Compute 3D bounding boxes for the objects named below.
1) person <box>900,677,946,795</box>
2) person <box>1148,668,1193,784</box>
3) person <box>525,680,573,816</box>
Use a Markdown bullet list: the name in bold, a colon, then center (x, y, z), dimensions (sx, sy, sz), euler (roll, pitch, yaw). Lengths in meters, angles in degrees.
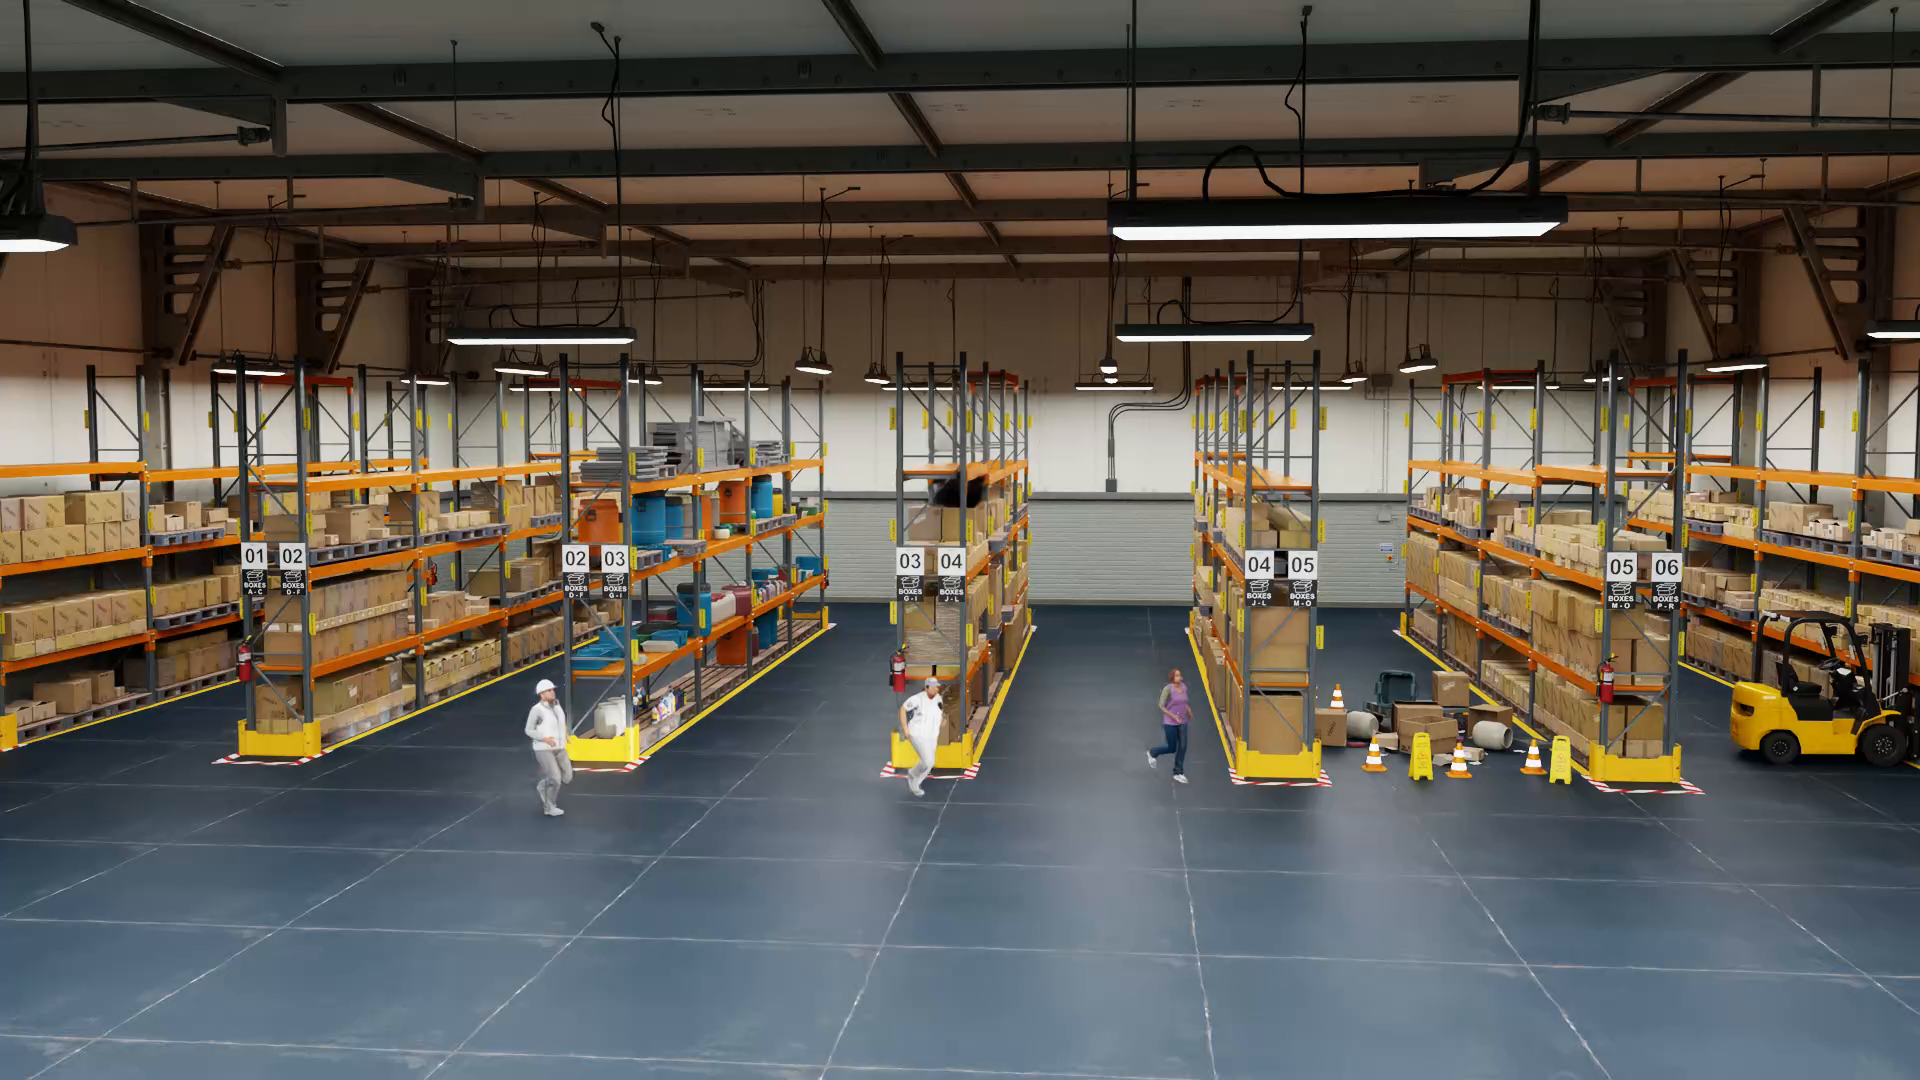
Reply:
- **person**: center (-0.452, 2.616, 22.172), dimensions (0.571, 1.604, 0.665), euler (-4, 6, -45)
- **person**: center (2.981, 2.575, 23.312), dimensions (0.545, 1.589, 0.725), euler (-2, 5, -32)
- **person**: center (-5.226, 2.637, 21.164), dimensions (0.609, 1.722, 0.657), euler (2, 5, 30)
